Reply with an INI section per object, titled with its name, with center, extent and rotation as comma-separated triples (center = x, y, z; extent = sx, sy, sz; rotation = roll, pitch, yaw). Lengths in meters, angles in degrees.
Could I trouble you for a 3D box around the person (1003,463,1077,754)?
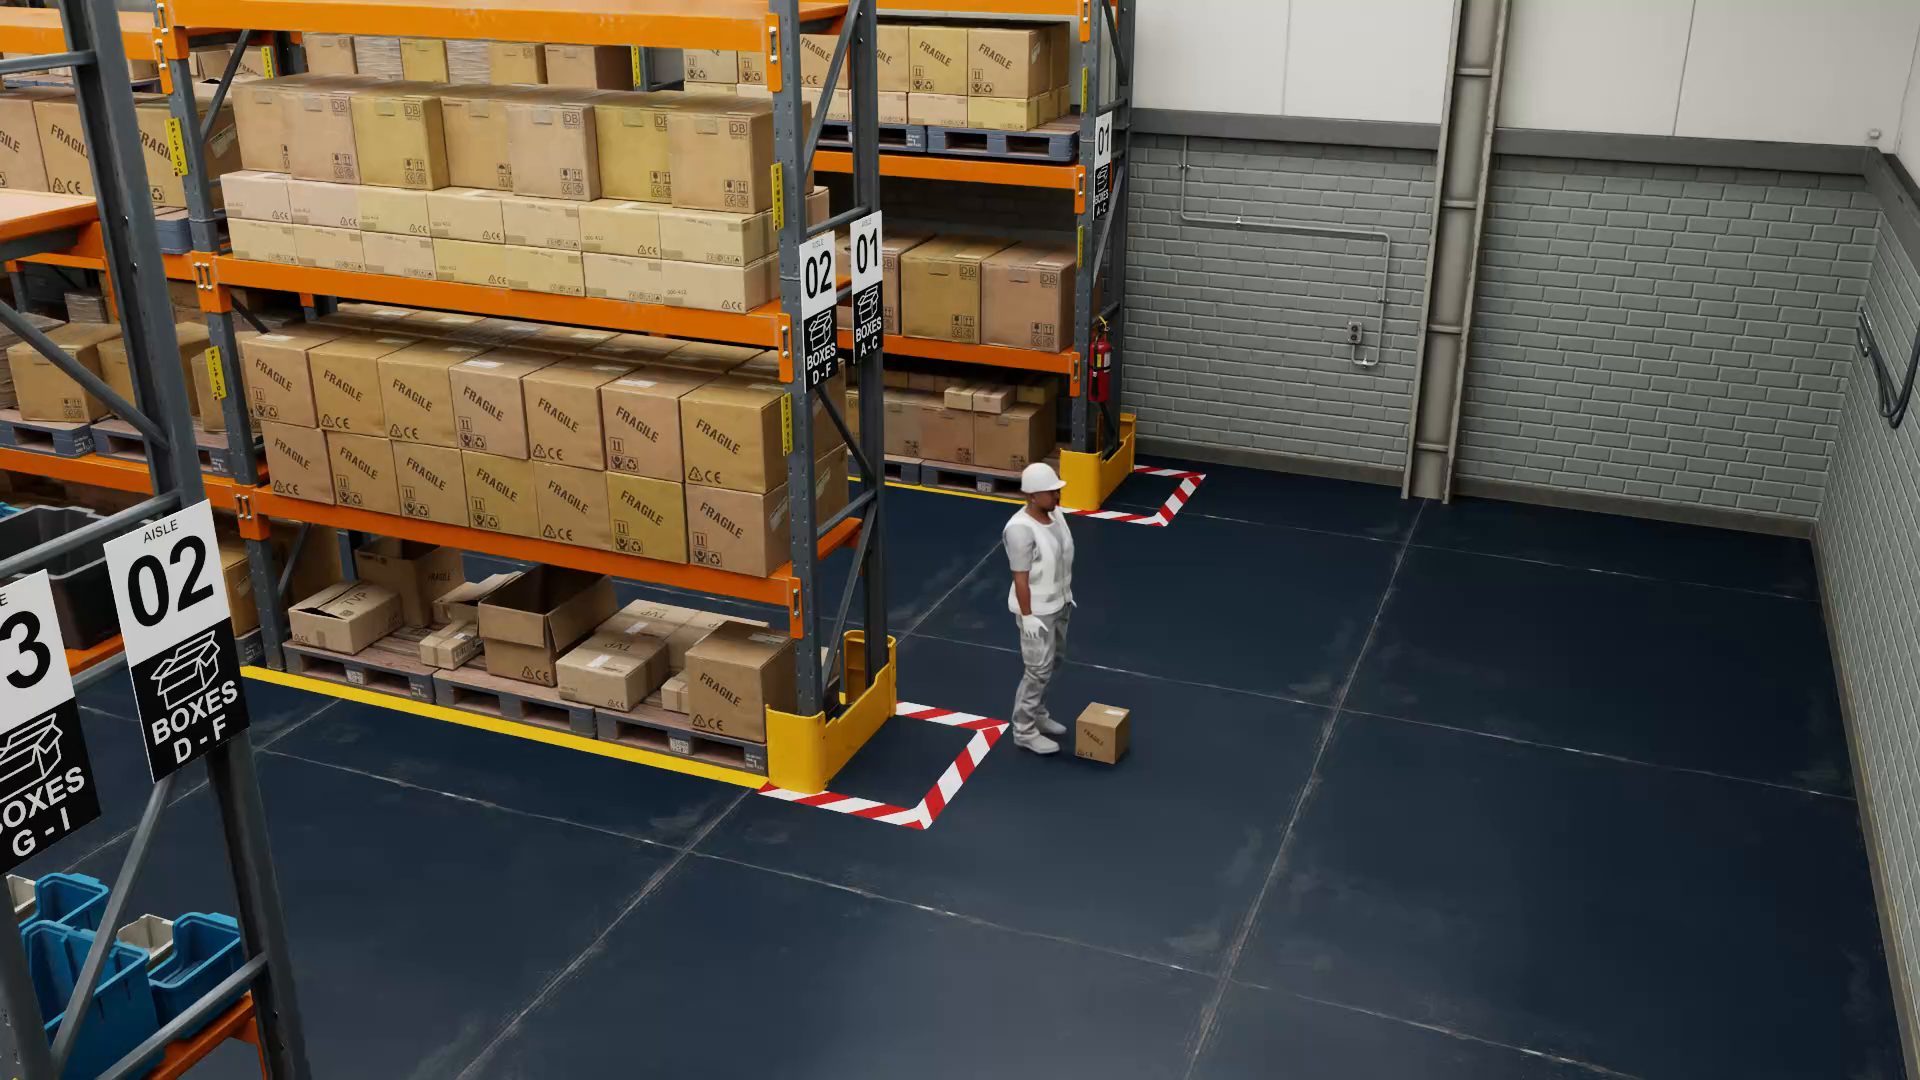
[person]
center = 0.499, 0.399, 9.962
extent = 0.393, 1.795, 0.549
rotation = 11, 25, 25
